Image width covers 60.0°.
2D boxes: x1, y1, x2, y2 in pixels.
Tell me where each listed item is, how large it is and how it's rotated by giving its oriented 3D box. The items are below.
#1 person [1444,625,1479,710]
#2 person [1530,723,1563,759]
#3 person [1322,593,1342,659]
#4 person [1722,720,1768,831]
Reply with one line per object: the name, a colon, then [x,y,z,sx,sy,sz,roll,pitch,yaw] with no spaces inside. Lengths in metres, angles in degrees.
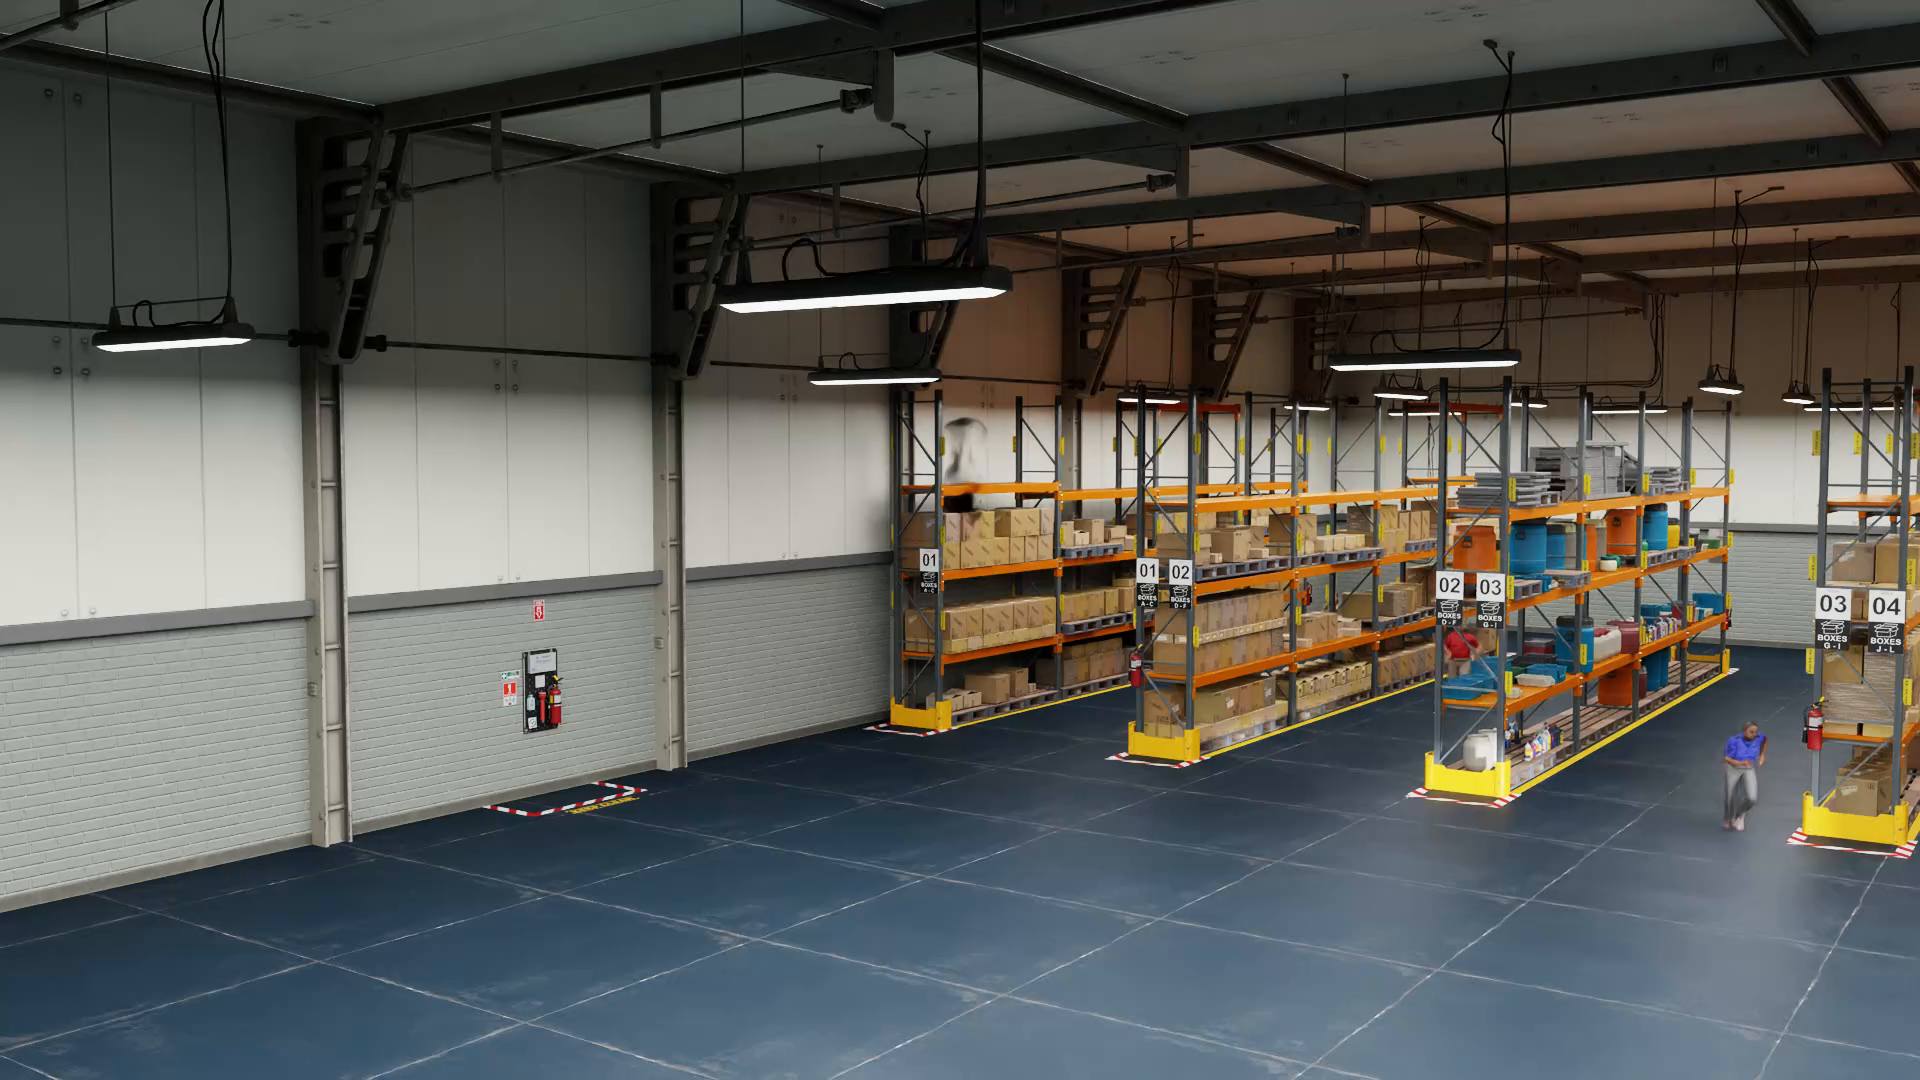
person: [19.616,2.482,30.322,19.947,1.618,7.154,2,4,26]
person: [16.440,1.517,32.192,21.253,3.394,18.572,-2,4,-27]
person: [8.727,2.036,38.754,0.600,1.638,0.756,2,4,30]
person: [10.140,3.033,21.479,0.608,1.498,0.907,0,3,4]
